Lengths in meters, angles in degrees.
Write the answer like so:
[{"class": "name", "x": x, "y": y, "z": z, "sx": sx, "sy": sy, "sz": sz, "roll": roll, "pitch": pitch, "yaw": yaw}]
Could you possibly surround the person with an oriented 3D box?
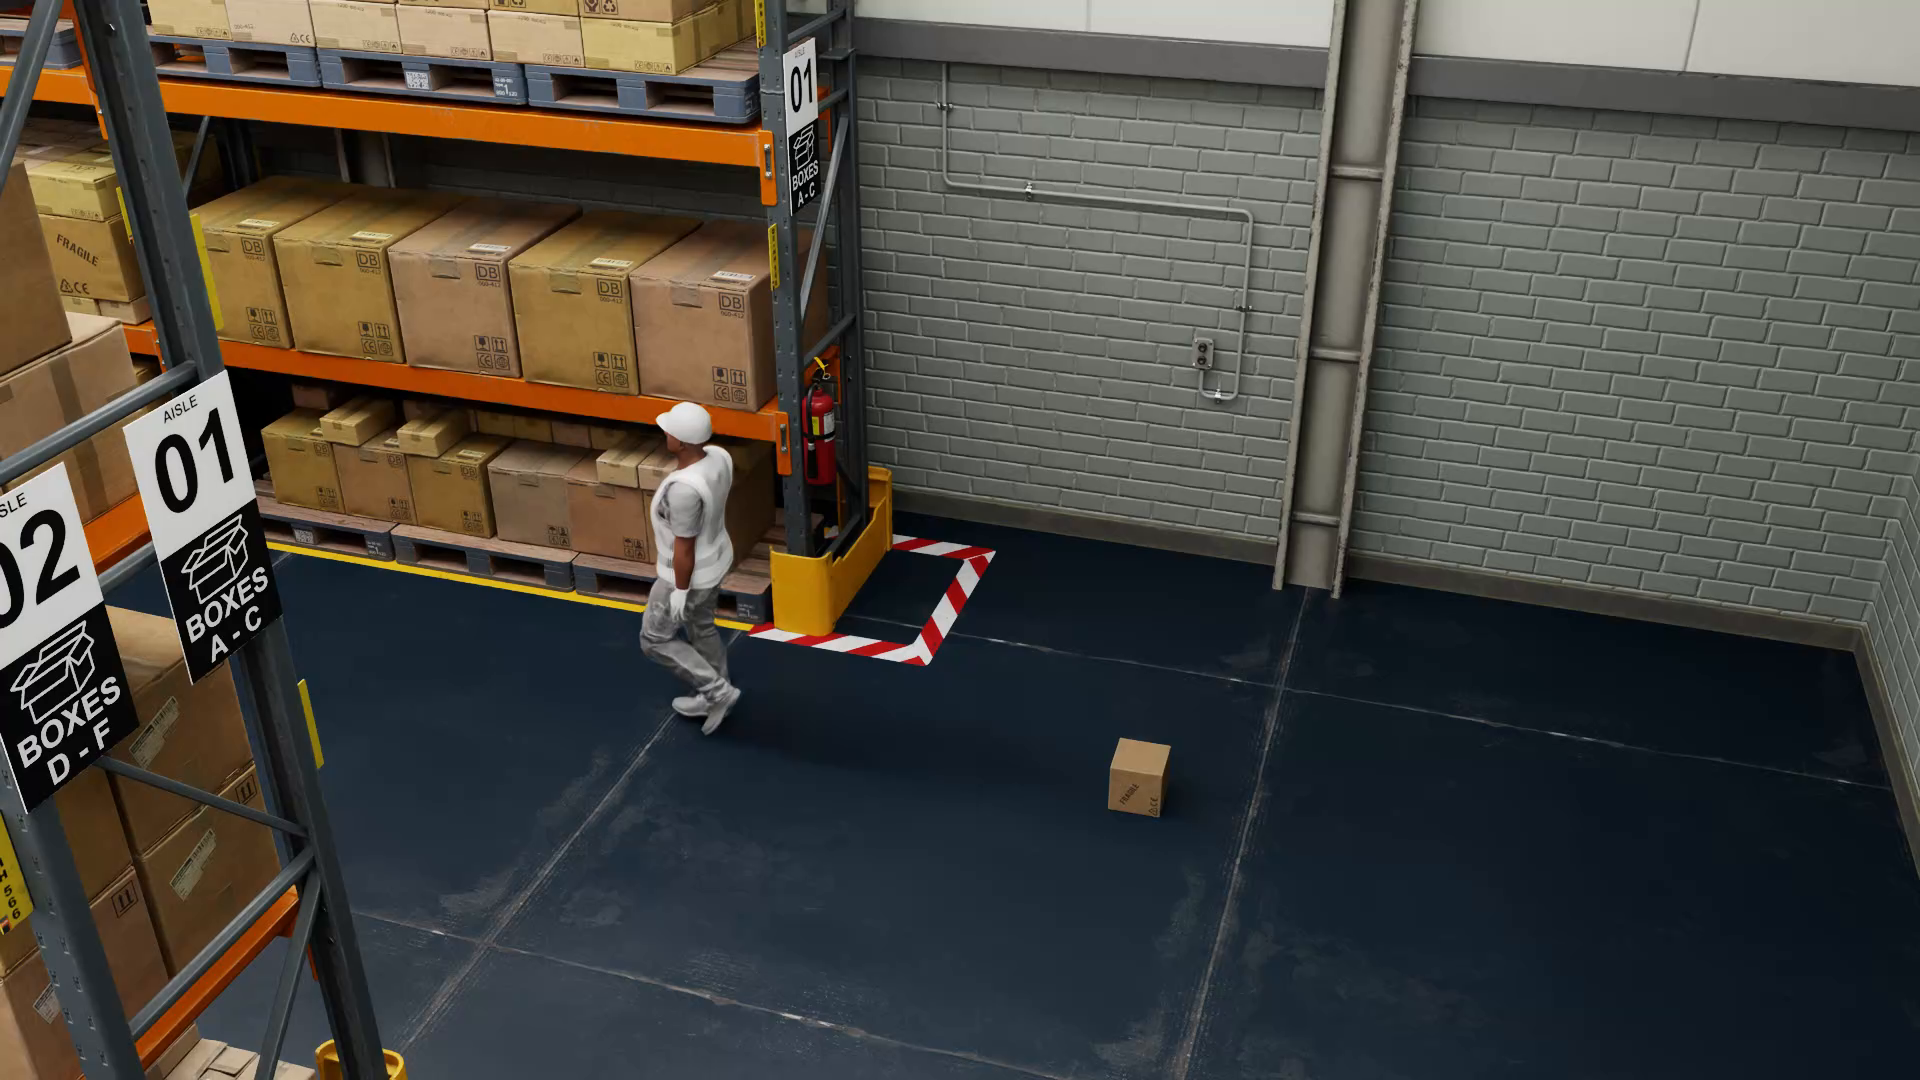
[{"class": "person", "x": -1.316, "y": 0.142, "z": 8.166, "sx": 0.480, "sy": 1.775, "sz": 0.586, "roll": 7, "pitch": 30, "yaw": 12}]
